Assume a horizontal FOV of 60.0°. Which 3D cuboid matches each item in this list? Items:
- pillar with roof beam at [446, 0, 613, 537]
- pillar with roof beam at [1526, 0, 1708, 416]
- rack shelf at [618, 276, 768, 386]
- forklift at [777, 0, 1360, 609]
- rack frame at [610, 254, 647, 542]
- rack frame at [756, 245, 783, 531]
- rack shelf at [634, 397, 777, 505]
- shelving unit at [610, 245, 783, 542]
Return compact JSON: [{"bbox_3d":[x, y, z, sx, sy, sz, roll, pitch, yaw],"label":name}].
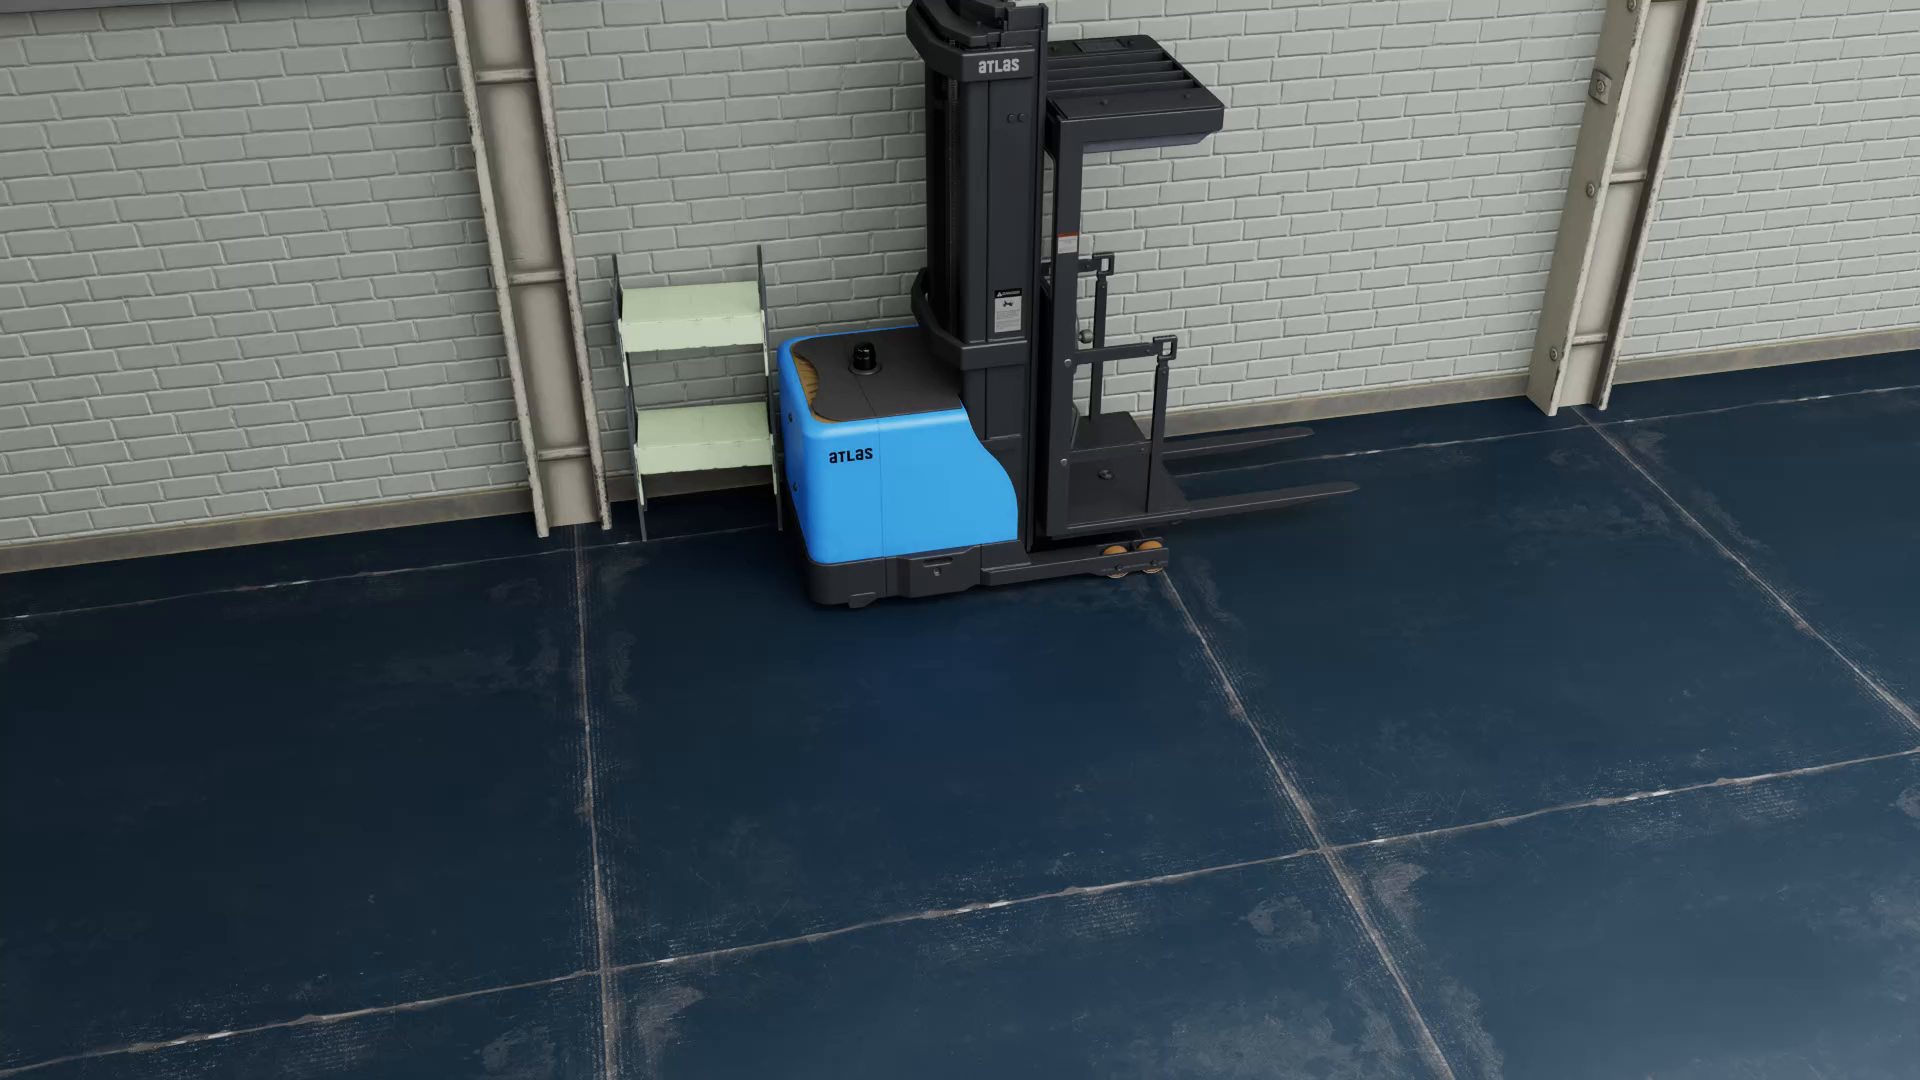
[{"bbox_3d":[-1.174,-1.519,3.162,0.400,9.000,9.100,-7,35,-11],"label":"pillar with roof beam"},{"bbox_3d":[4.679,-2.257,4.261,0.400,9.000,9.100,-7,35,-11],"label":"pillar with roof beam"},{"bbox_3d":[-1.366,-1.077,8.531,0.720,0.370,0.431,-5,34,-7],"label":"rack shelf"},{"bbox_3d":[0.613,-1.298,8.277,3.031,2.935,1.130,-8,35,-11],"label":"forklift"},{"bbox_3d":[-1.728,-0.722,8.703,0.023,1.500,0.400,-5,34,-7],"label":"rack frame"},{"bbox_3d":[-1.004,-0.783,8.794,0.023,1.500,0.400,-5,34,-7],"label":"rack frame"},{"bbox_3d":[-1.366,-0.482,8.930,0.720,0.370,0.431,-5,34,-7],"label":"rack shelf"},{"bbox_3d":[-1.366,-0.752,8.748,0.755,1.500,0.431,-5,34,-7],"label":"shelving unit"}]
